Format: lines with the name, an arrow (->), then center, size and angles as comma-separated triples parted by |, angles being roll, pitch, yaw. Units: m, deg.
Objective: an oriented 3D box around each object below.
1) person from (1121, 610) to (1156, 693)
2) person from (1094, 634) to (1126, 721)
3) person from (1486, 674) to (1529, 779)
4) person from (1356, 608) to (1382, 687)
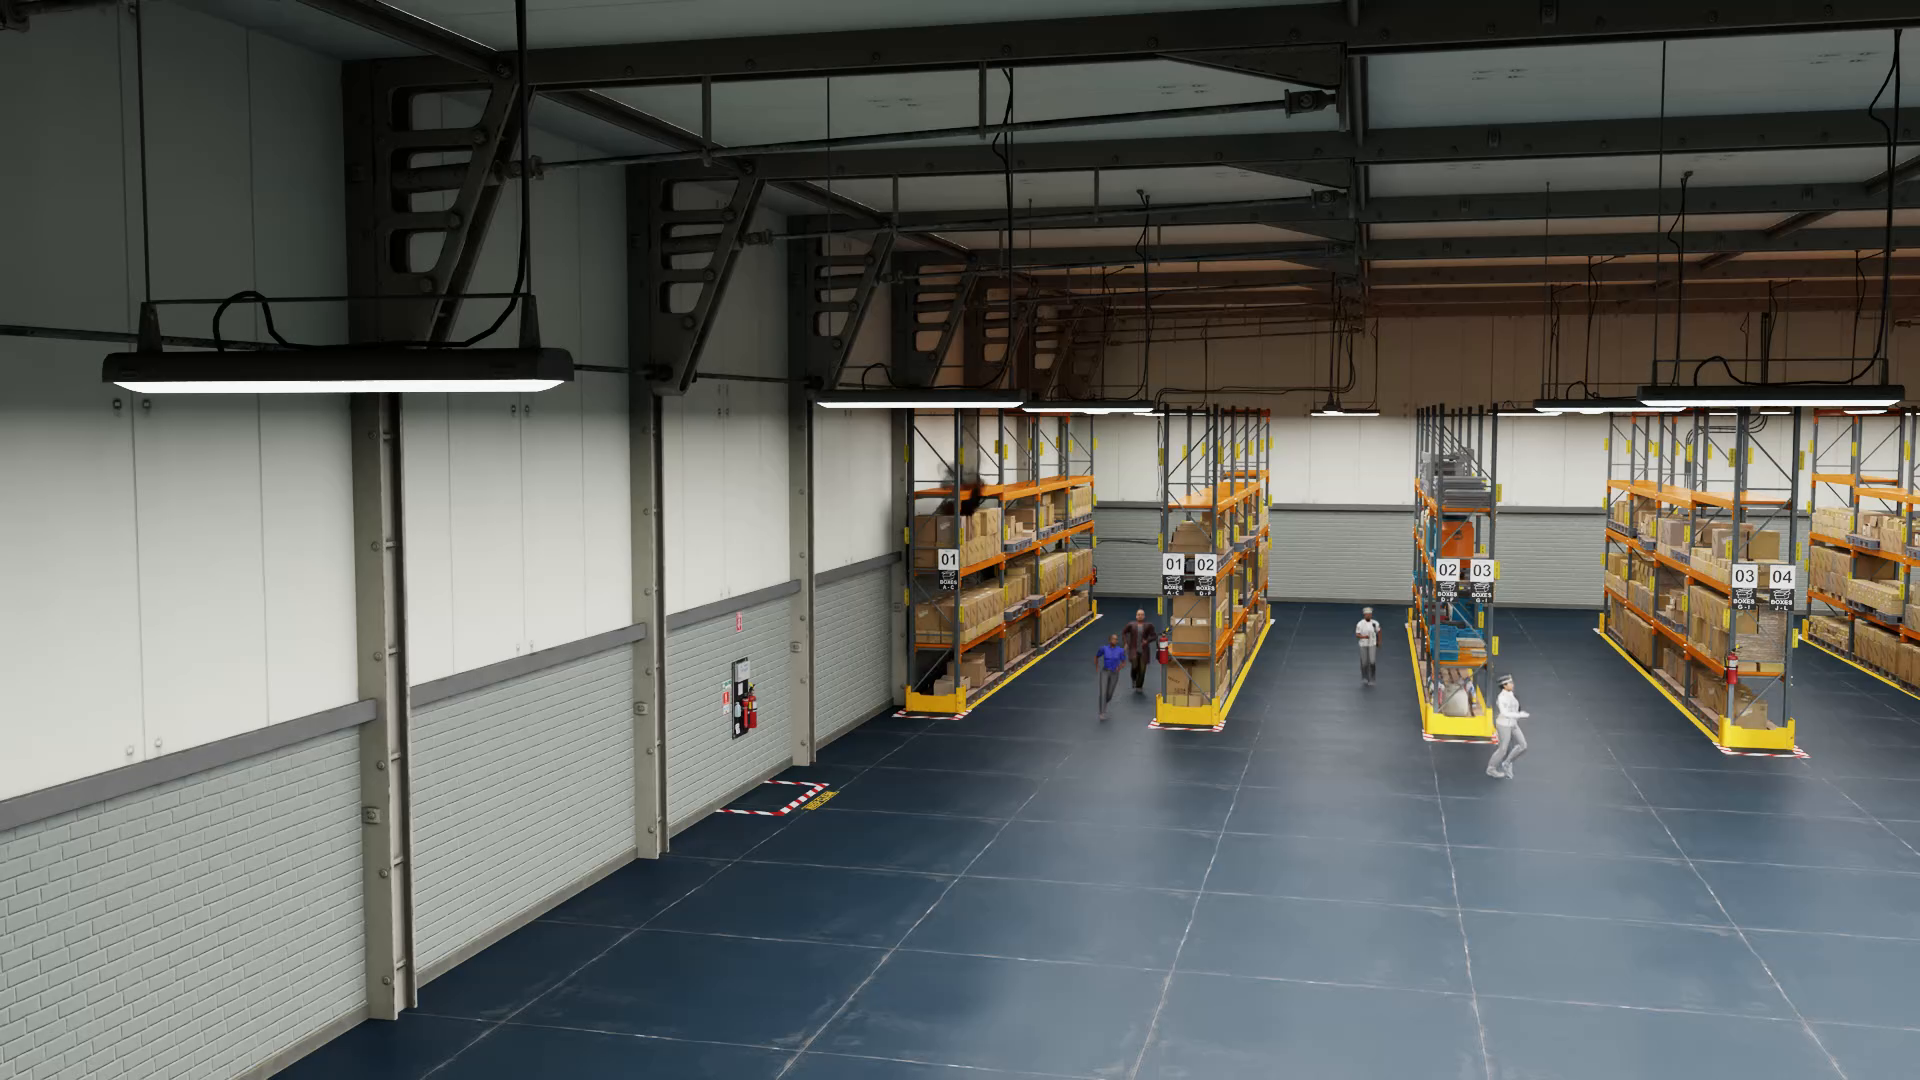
person -> 3.737, 2.327, 34.691 | 0.714, 1.736, 0.616 | 0, 4, 2
person -> 2.879, 2.598, 31.869 | 0.616, 1.632, 0.817 | 0, 4, 1
person -> 8.700, 2.957, 26.359 | 0.661, 1.685, 0.583 | 3, 5, 39
person -> 8.748, 2.293, 35.580 | 0.544, 1.701, 0.688 | 1, 4, 12
